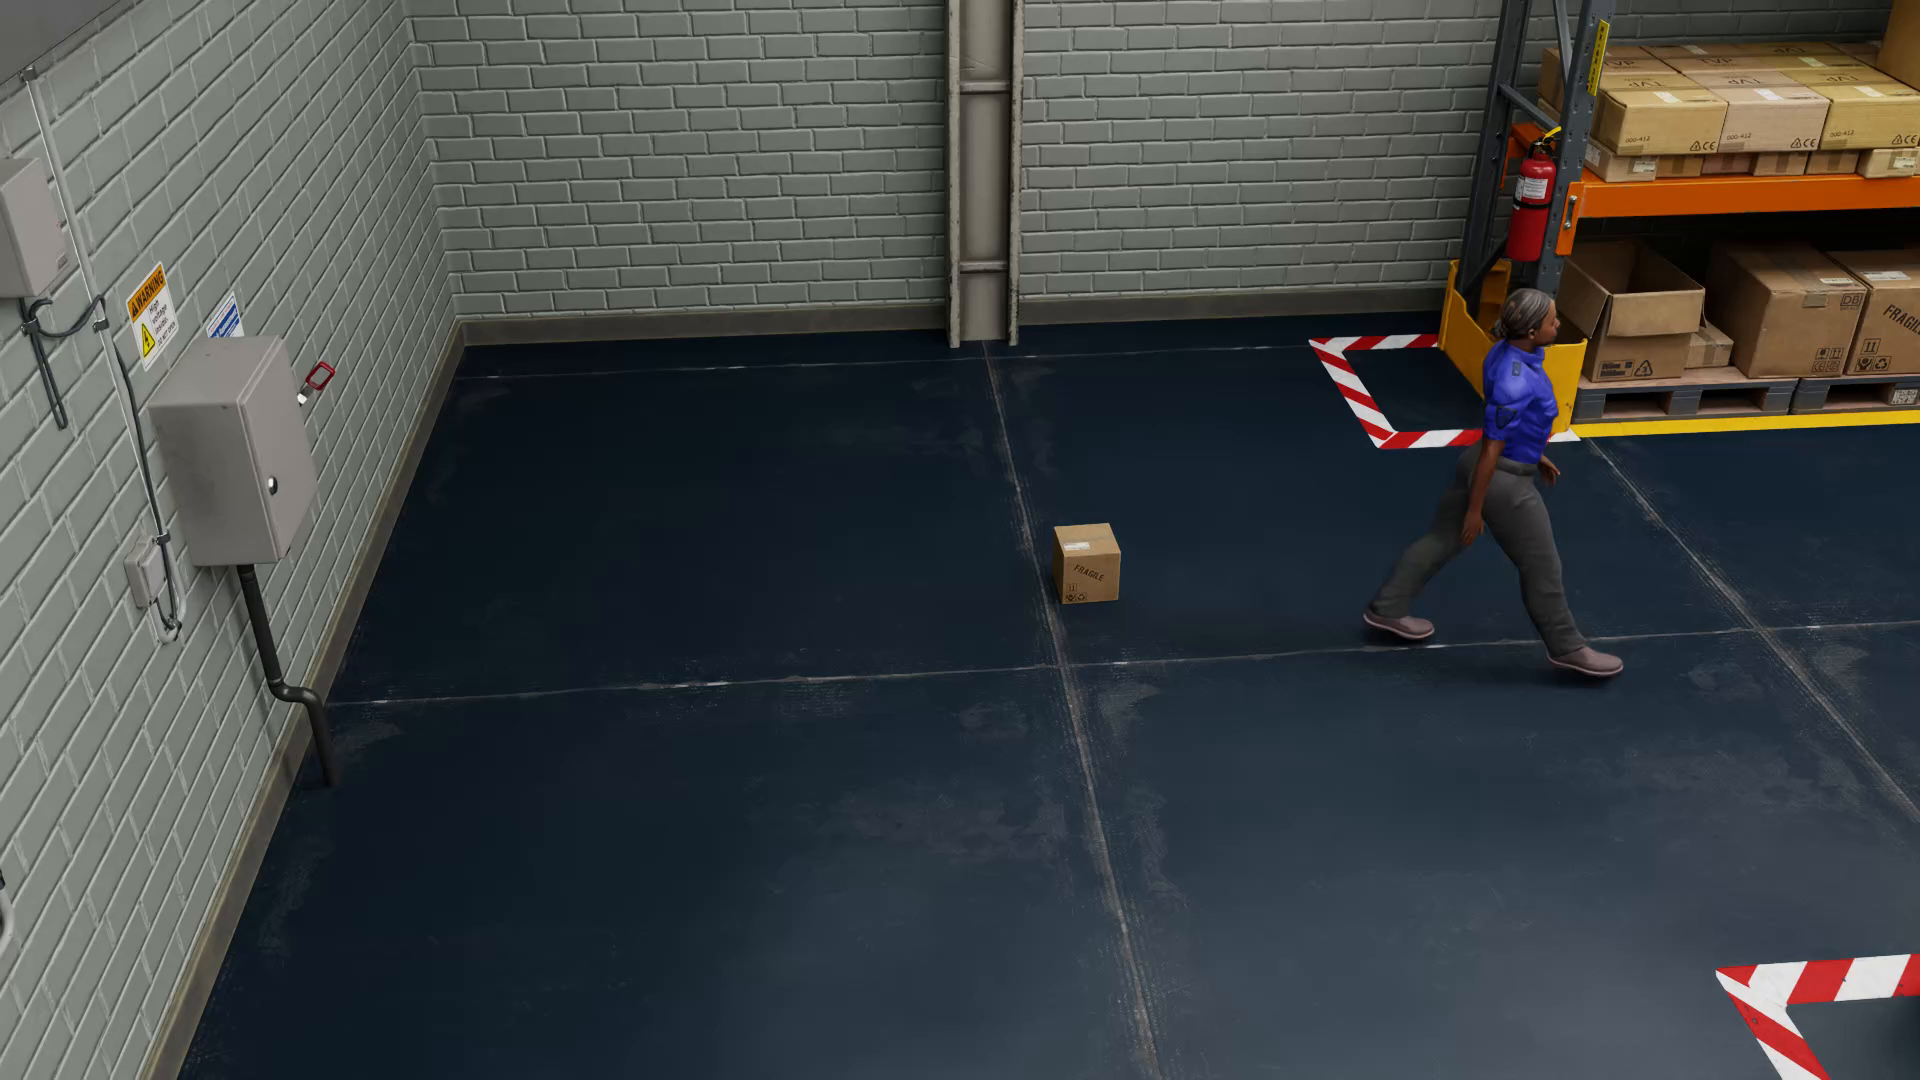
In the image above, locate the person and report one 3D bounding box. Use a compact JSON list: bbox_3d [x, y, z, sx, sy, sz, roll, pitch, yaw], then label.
[{"bbox_3d":[2.196,-0.236,6.516,1.009,1.579,0.483,2,31,4],"label":"person"}]
